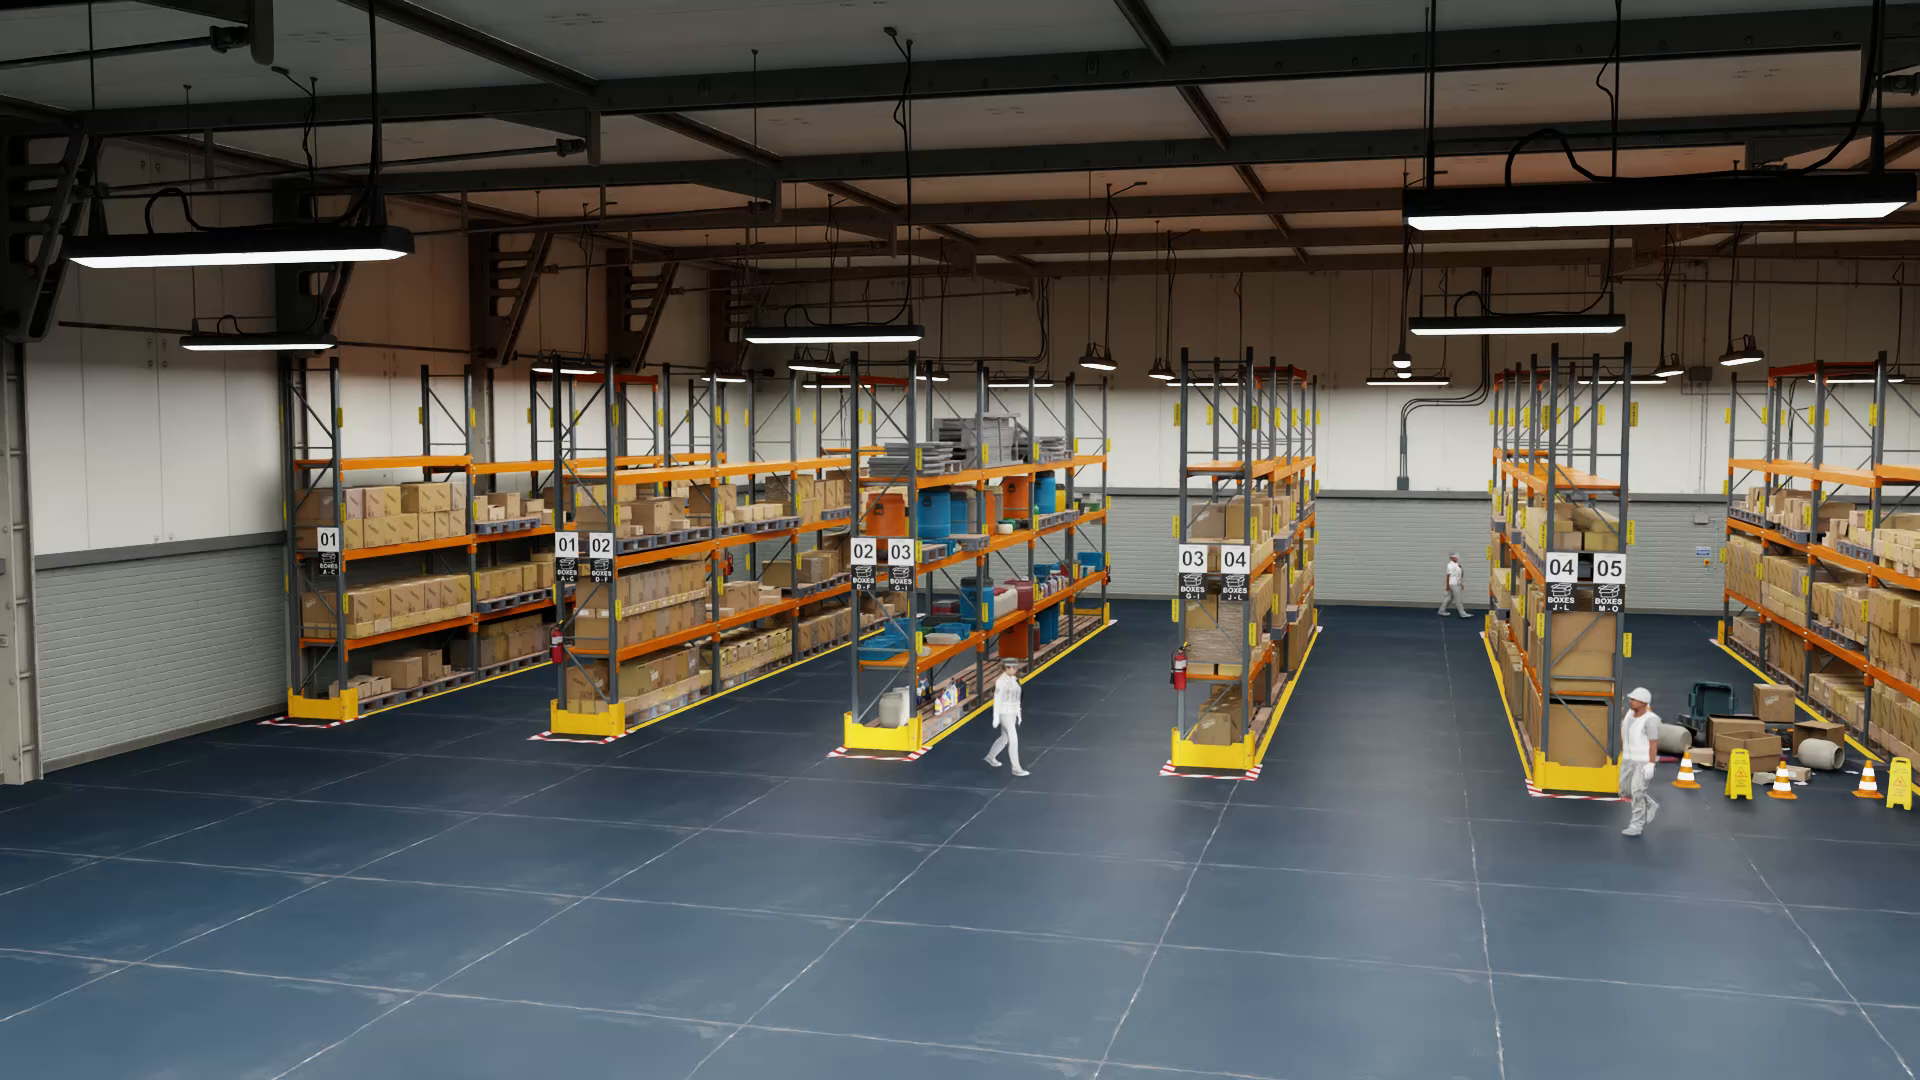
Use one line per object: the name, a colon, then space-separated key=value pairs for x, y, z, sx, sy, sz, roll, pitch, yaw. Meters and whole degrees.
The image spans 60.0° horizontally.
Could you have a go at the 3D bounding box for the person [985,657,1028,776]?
person: x=0.665 y=2.467 z=23.496 sx=0.862 sy=1.621 sz=0.487 roll=2 pitch=5 yaw=29

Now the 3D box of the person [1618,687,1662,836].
person: x=8.246 y=2.609 z=19.977 sx=0.621 sy=1.714 sz=0.550 roll=-2 pitch=5 yaw=-27

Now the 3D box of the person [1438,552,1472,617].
person: x=12.451 y=1.110 z=41.754 sx=0.930 sy=1.634 sz=0.465 roll=3 pitch=5 yaw=39
